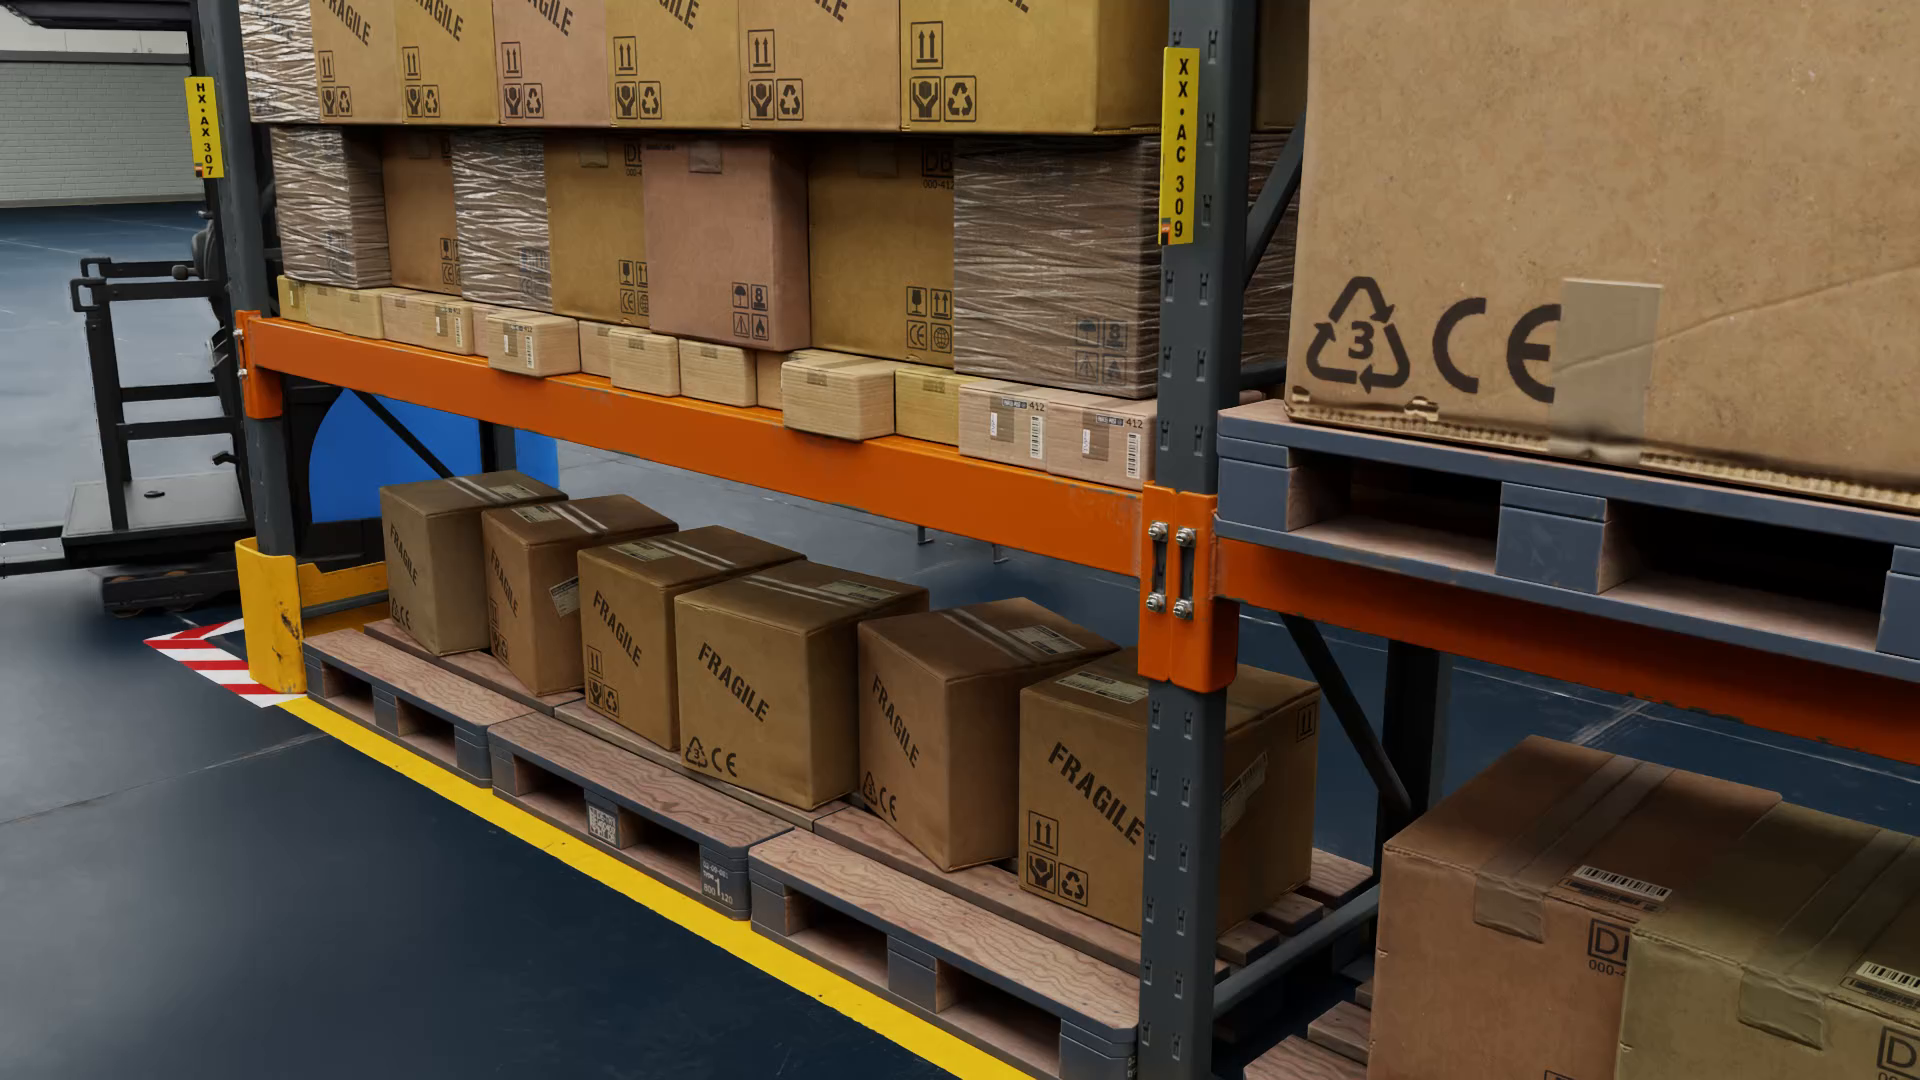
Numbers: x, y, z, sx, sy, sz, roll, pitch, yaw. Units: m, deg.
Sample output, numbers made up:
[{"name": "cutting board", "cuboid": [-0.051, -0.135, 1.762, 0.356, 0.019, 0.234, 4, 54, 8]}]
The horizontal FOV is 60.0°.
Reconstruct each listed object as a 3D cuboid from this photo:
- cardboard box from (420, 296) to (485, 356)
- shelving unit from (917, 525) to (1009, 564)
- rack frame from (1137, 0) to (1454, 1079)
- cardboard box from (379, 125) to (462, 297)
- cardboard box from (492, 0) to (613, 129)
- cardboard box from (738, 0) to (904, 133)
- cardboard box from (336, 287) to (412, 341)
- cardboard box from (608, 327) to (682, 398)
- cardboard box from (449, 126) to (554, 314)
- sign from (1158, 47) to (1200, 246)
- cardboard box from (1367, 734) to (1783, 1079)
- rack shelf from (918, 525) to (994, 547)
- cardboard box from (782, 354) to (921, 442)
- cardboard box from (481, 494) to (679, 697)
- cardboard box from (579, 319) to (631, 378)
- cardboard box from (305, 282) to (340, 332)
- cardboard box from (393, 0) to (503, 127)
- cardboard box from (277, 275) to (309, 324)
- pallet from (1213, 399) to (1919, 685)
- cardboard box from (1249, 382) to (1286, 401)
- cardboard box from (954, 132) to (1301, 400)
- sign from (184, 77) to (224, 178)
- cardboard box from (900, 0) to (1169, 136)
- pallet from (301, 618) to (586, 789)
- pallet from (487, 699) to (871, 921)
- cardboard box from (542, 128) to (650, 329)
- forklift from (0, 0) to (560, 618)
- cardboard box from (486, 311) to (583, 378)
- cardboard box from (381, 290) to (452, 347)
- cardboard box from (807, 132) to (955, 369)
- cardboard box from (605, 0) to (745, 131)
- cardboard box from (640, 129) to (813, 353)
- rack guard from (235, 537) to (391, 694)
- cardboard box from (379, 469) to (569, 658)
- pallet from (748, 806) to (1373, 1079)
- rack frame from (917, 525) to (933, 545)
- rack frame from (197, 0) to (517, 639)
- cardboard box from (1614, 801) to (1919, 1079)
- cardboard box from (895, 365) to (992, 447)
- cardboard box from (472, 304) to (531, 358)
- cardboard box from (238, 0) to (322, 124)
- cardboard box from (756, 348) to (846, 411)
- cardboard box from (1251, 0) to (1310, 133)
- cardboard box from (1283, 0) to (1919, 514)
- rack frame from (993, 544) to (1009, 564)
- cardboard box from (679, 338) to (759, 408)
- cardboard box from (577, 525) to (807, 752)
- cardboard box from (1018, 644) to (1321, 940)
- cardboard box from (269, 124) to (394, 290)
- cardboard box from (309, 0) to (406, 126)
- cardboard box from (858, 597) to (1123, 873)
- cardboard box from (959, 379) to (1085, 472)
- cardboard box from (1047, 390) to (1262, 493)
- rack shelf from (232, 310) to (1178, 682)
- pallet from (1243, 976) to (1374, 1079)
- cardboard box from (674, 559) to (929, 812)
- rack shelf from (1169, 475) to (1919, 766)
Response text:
[{"name": "cardboard box", "cuboid": [-1.387, -0.658, 5.005, 0.250, 0.149, 0.380, 14, 20, 42]}, {"name": "shelving unit", "cuboid": [0.119, -0.987, 7.556, 0.503, 2.100, 0.431, 14, 20, 42]}, {"name": "rack frame", "cuboid": [0.747, -0.351, 3.330, 0.127, 3.000, 1.000, 14, 20, 42]}, {"name": "cardboard box", "cuboid": [-1.313, -1.076, 5.326, 0.500, 0.500, 0.875, 14, 20, 42]}, {"name": "cardboard box", "cuboid": [-0.846, -1.319, 4.274, 0.500, 0.500, 0.500, 14, 20, 42]}, {"name": "cardboard box", "cuboid": [-0.129, -1.143, 3.600, 0.500, 0.500, 0.500, 14, 20, 42]}, {"name": "cardboard box", "cuboid": [-1.757, -0.743, 5.332, 0.250, 0.149, 0.380, 14, 20, 42]}, {"name": "cardboard box", "cuboid": [-0.682, -0.479, 4.319, 0.250, 0.149, 0.380, 14, 20, 42]}, {"name": "cardboard box", "cuboid": [-0.983, -0.981, 4.960, 0.500, 0.500, 0.875, 14, 20, 42]}, {"name": "sign", "cuboid": [0.376, -0.670, 2.838, 0.005, 0.325, 0.100, 14, 20, 42]}, {"name": "cardboard box", "cuboid": [1.174, 0.757, 3.163, 0.500, 0.500, 0.700, 12, 19, 38]}, {"name": "rack shelf", "cuboid": [0.119, -0.297, 7.736, 0.480, 0.518, 0.431, 14, 20, 42]}, {"name": "cardboard box", "cuboid": [-0.181, -0.337, 3.776, 0.250, 0.149, 0.380, 14, 20, 42]}, {"name": "cardboard box", "cuboid": [-1.241, 0.166, 5.470, 0.500, 0.500, 0.500, -9, 17, -30]}, {"name": "cardboard box", "cuboid": [-0.808, -0.537, 4.541, 0.250, 0.149, 0.380, 14, 20, 42]}, {"name": "cardboard box", "cuboid": [-1.926, -0.789, 5.510, 0.250, 0.149, 0.380, 14, 20, 42]}, {"name": "cardboard box", "cuboid": [-1.210, -1.406, 4.606, 0.500, 0.500, 0.500, 14, 20, 42]}, {"name": "cardboard box", "cuboid": [-2.093, -0.836, 5.691, 0.250, 0.149, 0.380, 14, 20, 42]}, {"name": "pallet", "cuboid": [1.196, -0.098, 2.740, 1.213, 0.211, 1.003, 14, 20, 42]}, {"name": "cardboard box", "cuboid": [0.801, -0.322, 3.716, 0.250, 0.149, 0.380, 14, 20, 42]}, {"name": "cardboard box", "cuboid": [0.466, -0.633, 3.626, 0.500, 0.500, 0.875, 14, 20, 42]}, {"name": "sign", "cuboid": [-2.509, -1.371, 5.530, 0.005, 0.325, 0.100, 14, 20, 42]}, {"name": "cardboard box", "cuboid": [0.232, -1.056, 3.265, 0.500, 0.500, 0.500, 14, 20, 42]}, {"name": "pallet", "cuboid": [-1.518, 0.460, 5.747, 1.213, 0.211, 1.003, 14, 20, 42]}, {"name": "pallet", "cuboid": [-0.644, 0.674, 4.928, 1.213, 0.211, 1.003, 14, 20, 42]}, {"name": "cardboard box", "cuboid": [-0.631, -0.891, 4.616, 0.500, 0.500, 0.875, 14, 20, 42]}, {"name": "forklift", "cuboid": [-3.338, -1.255, 6.937, 3.031, 2.935, 1.130, -7, 16, -24]}, {"name": "cardboard box", "cuboid": [-1.081, -0.556, 4.616, 0.250, 0.149, 0.380, 14, 20, 42]}, {"name": "cardboard box", "cuboid": [-1.562, -0.703, 5.178, 0.250, 0.149, 0.380, 14, 20, 42]}, {"name": "cardboard box", "cuboid": [0.130, -0.727, 3.986, 0.500, 0.500, 0.875, 14, 20, 42]}, {"name": "cardboard box", "cuboid": [-0.488, -1.231, 3.936, 0.500, 0.500, 0.500, 14, 20, 42]}, {"name": "cardboard box", "cuboid": [-0.300, -0.796, 4.252, 0.500, 0.500, 0.875, 14, 20, 42]}, {"name": "rack guard", "cuboid": [-2.078, 0.172, 6.281, 0.348, 0.500, 1.175, 14, 20, 42]}, {"name": "cardboard box", "cuboid": [-1.695, 0.068, 5.848, 0.500, 0.500, 0.500, -10, 18, -34]}, {"name": "pallet", "cuboid": [0.239, 0.887, 4.108, 1.213, 0.211, 1.003, 14, 20, 42]}, {"name": "rack frame", "cuboid": [-0.056, -1.030, 7.720, 0.015, 2.100, 0.400, 14, 20, 42]}, {"name": "rack frame", "cuboid": [-2.133, -1.051, 6.017, 0.127, 3.000, 1.000, 14, 20, 42]}, {"name": "cardboard box", "cuboid": [1.504, 0.844, 2.829, 0.500, 0.500, 0.700, 14, 20, 42]}, {"name": "cardboard box", "cuboid": [0.076, -0.314, 3.686, 0.250, 0.149, 0.380, 14, 20, 42]}, {"name": "cardboard box", "cuboid": [-1.189, -0.619, 4.856, 0.250, 0.149, 0.380, 14, 20, 42]}, {"name": "cardboard box", "cuboid": [-1.926, -1.582, 5.282, 0.500, 0.500, 0.500, 14, 20, 42]}, {"name": "cardboard box", "cuboid": [-0.269, -0.405, 4.036, 0.250, 0.149, 0.380, 14, 20, 42]}, {"name": "cardboard box", "cuboid": [0.599, -1.152, 3.633, 0.500, 0.500, 0.500, 14, 20, 42]}, {"name": "cardboard box", "cuboid": [1.222, -0.680, 2.571, 1.000, 1.000, 1.000, 14, 20, 43]}, {"name": "rack frame", "cuboid": [0.295, -0.944, 7.392, 0.015, 2.100, 0.400, 14, 20, 42]}, {"name": "cardboard box", "cuboid": [-0.477, -0.442, 4.176, 0.250, 0.149, 0.380, 14, 20, 42]}, {"name": "cardboard box", "cuboid": [-0.803, 0.279, 5.037, 0.500, 0.500, 0.500, -12, 19, -39]}, {"name": "cardboard box", "cuboid": [0.487, 0.578, 3.889, 0.500, 0.500, 0.500, 13, 19, 41]}, {"name": "cardboard box", "cuboid": [-1.756, -1.142, 5.578, 0.500, 0.500, 0.875, 14, 20, 42]}, {"name": "cardboard box", "cuboid": [-1.571, -1.493, 4.941, 0.500, 0.500, 0.500, 14, 20, 42]}, {"name": "cardboard box", "cuboid": [0.069, 0.479, 4.268, 0.500, 0.500, 0.500, -8, 16, -27]}, {"name": "cardboard box", "cuboid": [0.215, -0.259, 3.476, 0.250, 0.149, 0.380, 14, 20, 42]}, {"name": "cardboard box", "cuboid": [0.388, -0.214, 3.302, 0.250, 0.149, 0.380, 14, 20, 42]}, {"name": "rack shelf", "cuboid": [-0.693, -0.353, 4.764, 4.000, 0.370, 1.077, 14, 20, 42]}, {"name": "pallet", "cuboid": [1.308, 1.134, 3.160, 1.213, 0.211, 1.003, 14, 20, 42]}, {"name": "cardboard box", "cuboid": [-0.432, 0.385, 4.631, 0.500, 0.500, 0.500, 11, 18, 37]}, {"name": "rack shelf", "cuboid": [2.187, 0.347, 2.078, 4.000, 0.370, 1.077, 14, 20, 42]}]
